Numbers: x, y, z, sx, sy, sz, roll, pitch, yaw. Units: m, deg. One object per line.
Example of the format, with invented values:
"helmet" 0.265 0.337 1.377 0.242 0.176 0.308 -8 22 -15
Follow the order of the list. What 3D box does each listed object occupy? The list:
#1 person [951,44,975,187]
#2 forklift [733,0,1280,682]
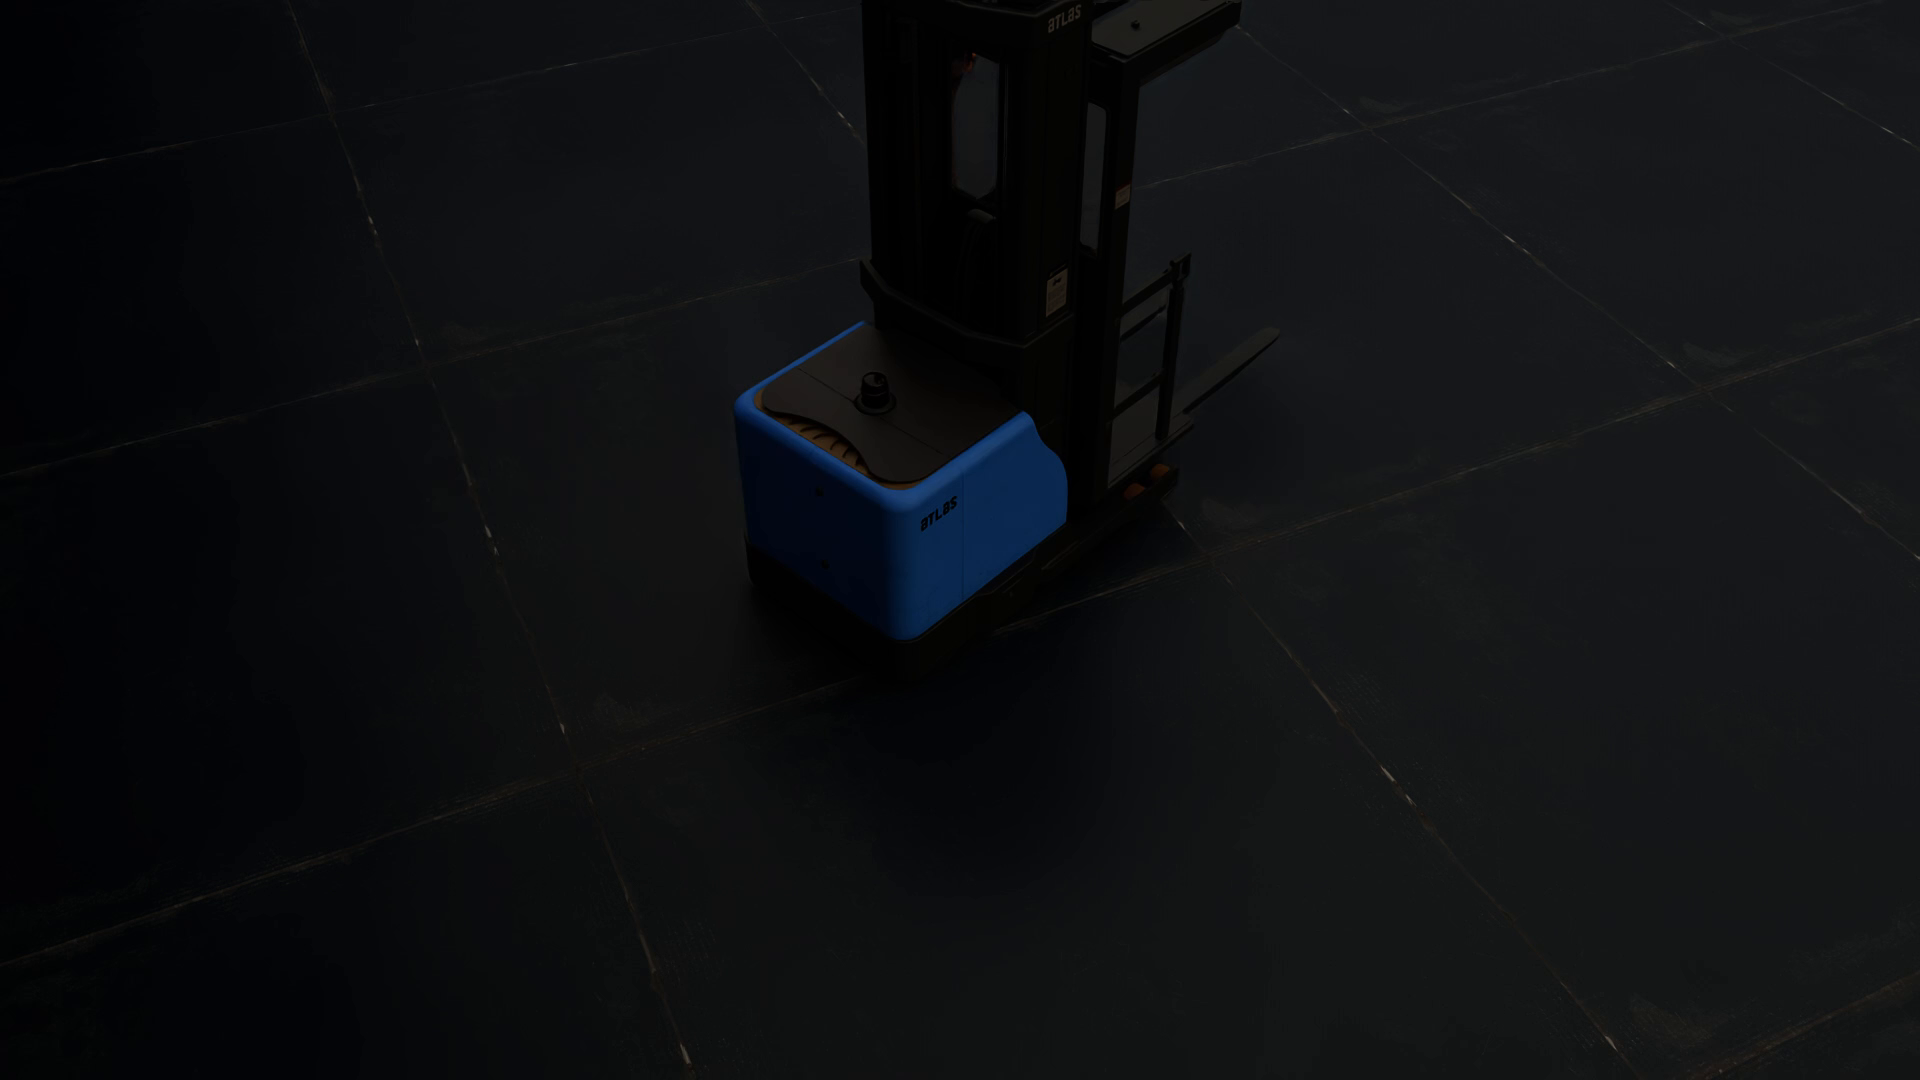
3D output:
"person" -0.213 -2.798 9.594 0.645 1.724 0.494 -19 46 -19
"forklift" 0.405 -1.388 7.168 1.130 2.935 3.031 32 52 30
